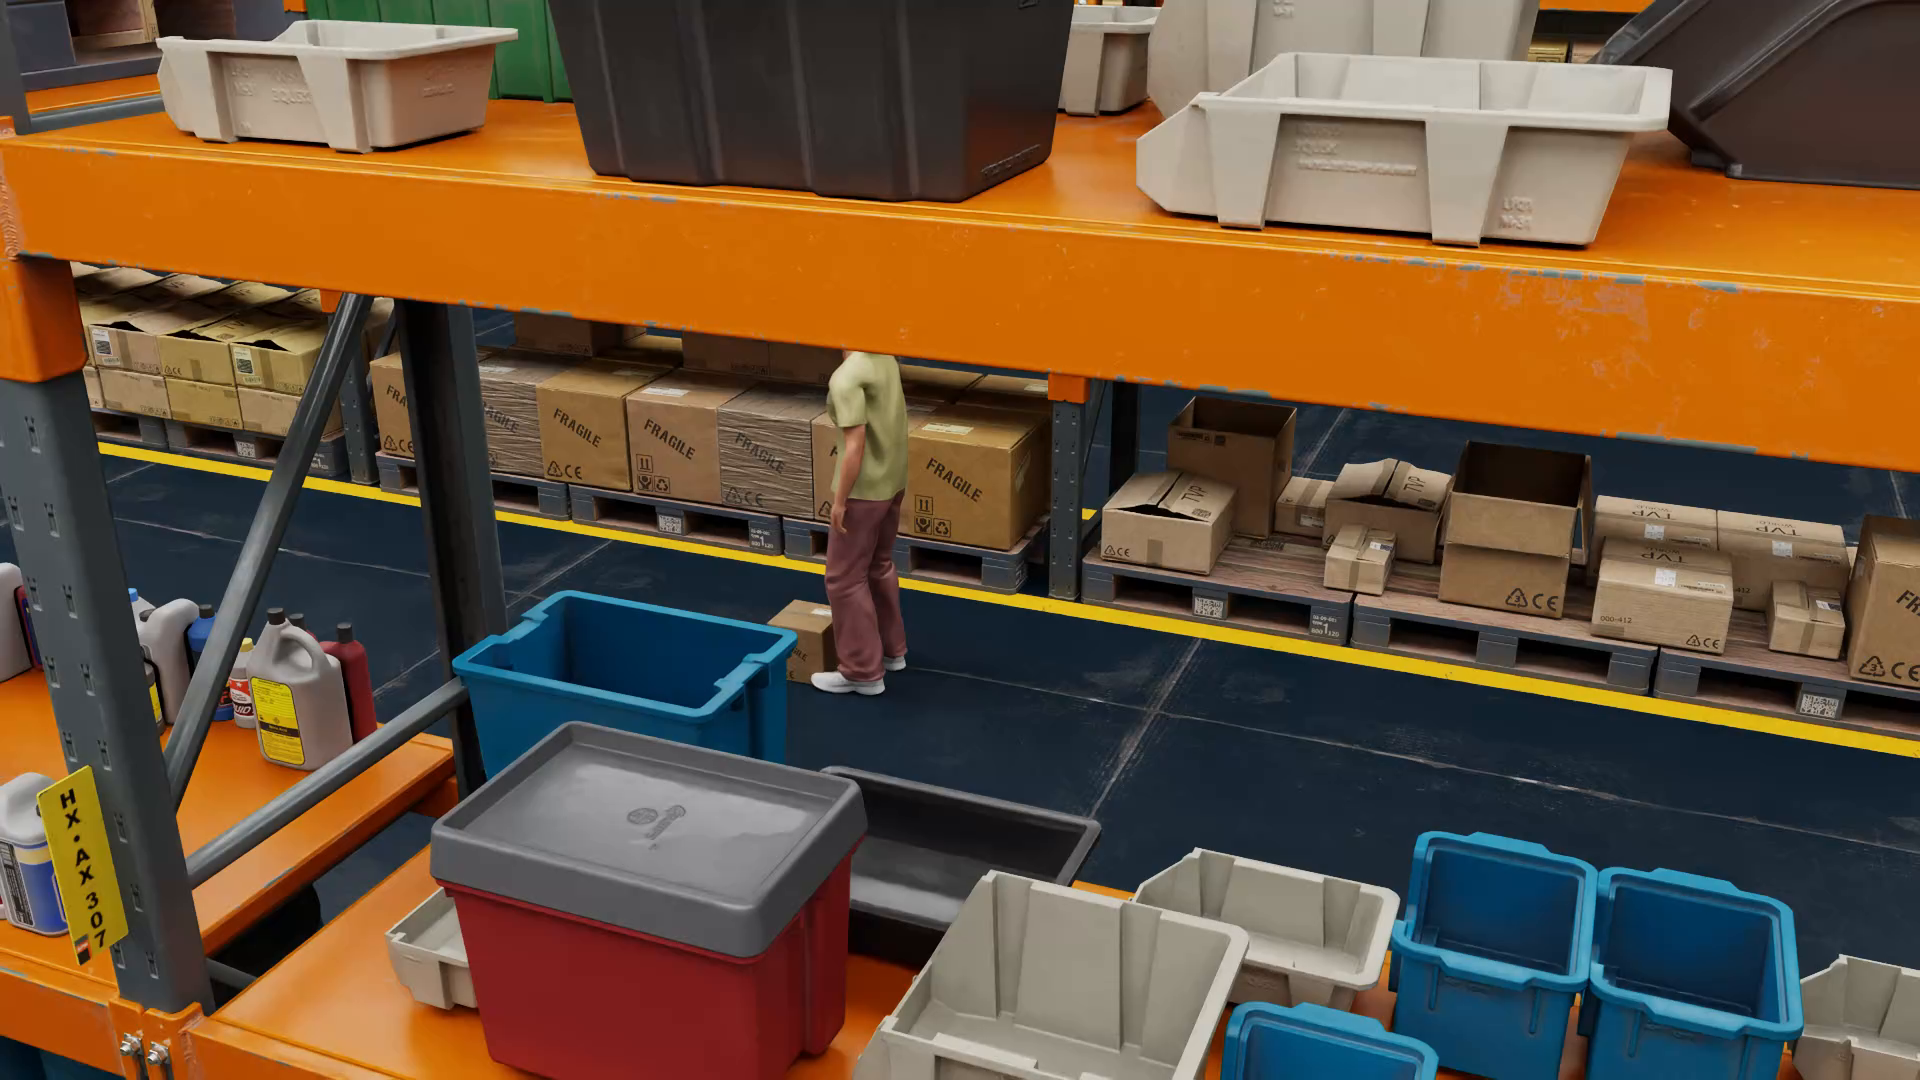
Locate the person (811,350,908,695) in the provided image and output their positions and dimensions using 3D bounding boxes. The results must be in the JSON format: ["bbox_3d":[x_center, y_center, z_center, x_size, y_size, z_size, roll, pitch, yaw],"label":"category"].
[{"bbox_3d":[-0.396,-0.197,6.571,0.362,1.672,0.500,8,24,18],"label":"person"}]
